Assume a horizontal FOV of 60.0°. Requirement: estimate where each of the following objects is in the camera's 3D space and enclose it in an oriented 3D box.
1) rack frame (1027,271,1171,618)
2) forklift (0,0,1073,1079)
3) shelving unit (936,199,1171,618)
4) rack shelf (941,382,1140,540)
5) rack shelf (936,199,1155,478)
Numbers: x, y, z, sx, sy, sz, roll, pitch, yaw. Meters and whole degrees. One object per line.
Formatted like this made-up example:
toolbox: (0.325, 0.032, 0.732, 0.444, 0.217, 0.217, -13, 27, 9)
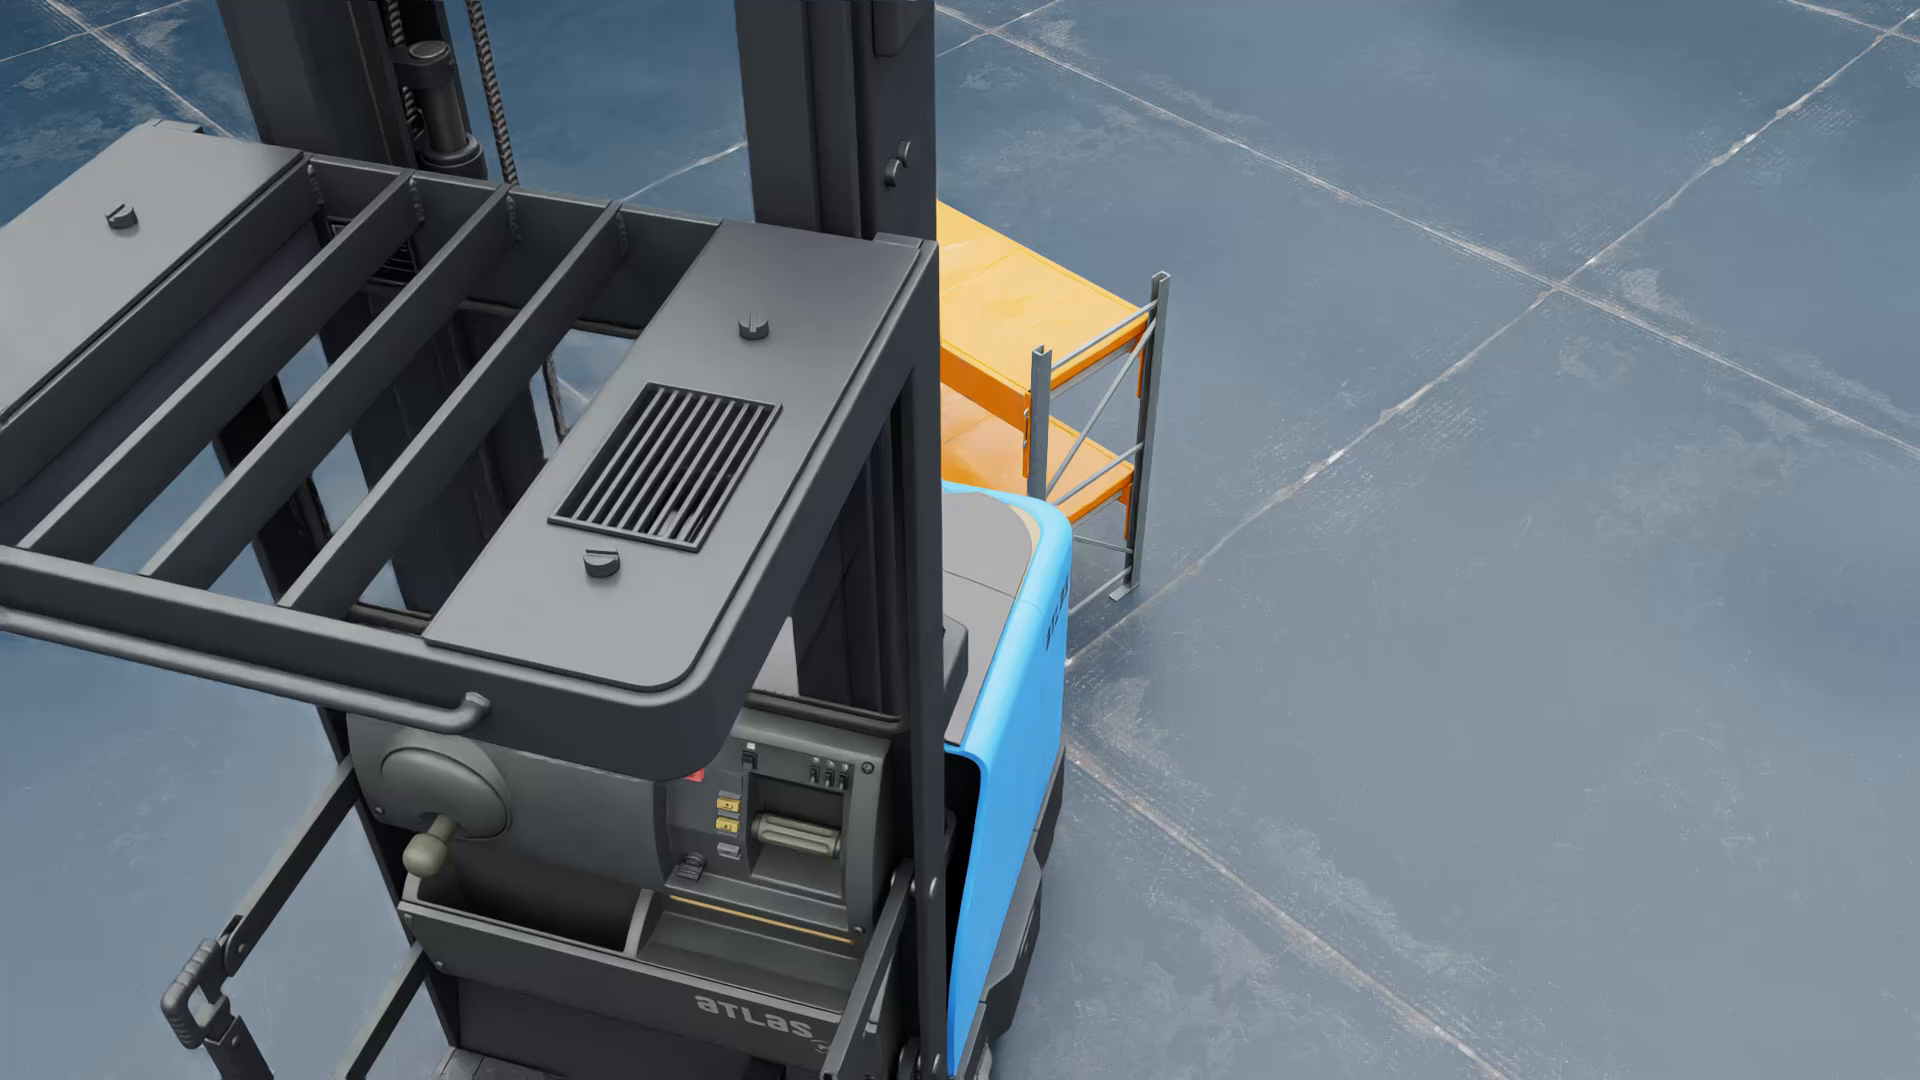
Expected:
rack frame: (0.364, -0.166, 4.600, 0.500, 1.125, 0.032, -34, 53, -31)
forklift: (-0.629, 0.499, 2.550, 1.130, 2.935, 3.031, 11, 44, 12)
shelving unit: (0.005, -0.410, 4.865, 0.538, 1.125, 1.048, -34, 53, -31)
rack shelf: (0.005, -0.230, 5.031, 0.538, 0.278, 1.000, -34, 53, -31)
rack shelf: (0.005, -0.625, 4.666, 0.538, 0.278, 1.000, -34, 53, -31)
